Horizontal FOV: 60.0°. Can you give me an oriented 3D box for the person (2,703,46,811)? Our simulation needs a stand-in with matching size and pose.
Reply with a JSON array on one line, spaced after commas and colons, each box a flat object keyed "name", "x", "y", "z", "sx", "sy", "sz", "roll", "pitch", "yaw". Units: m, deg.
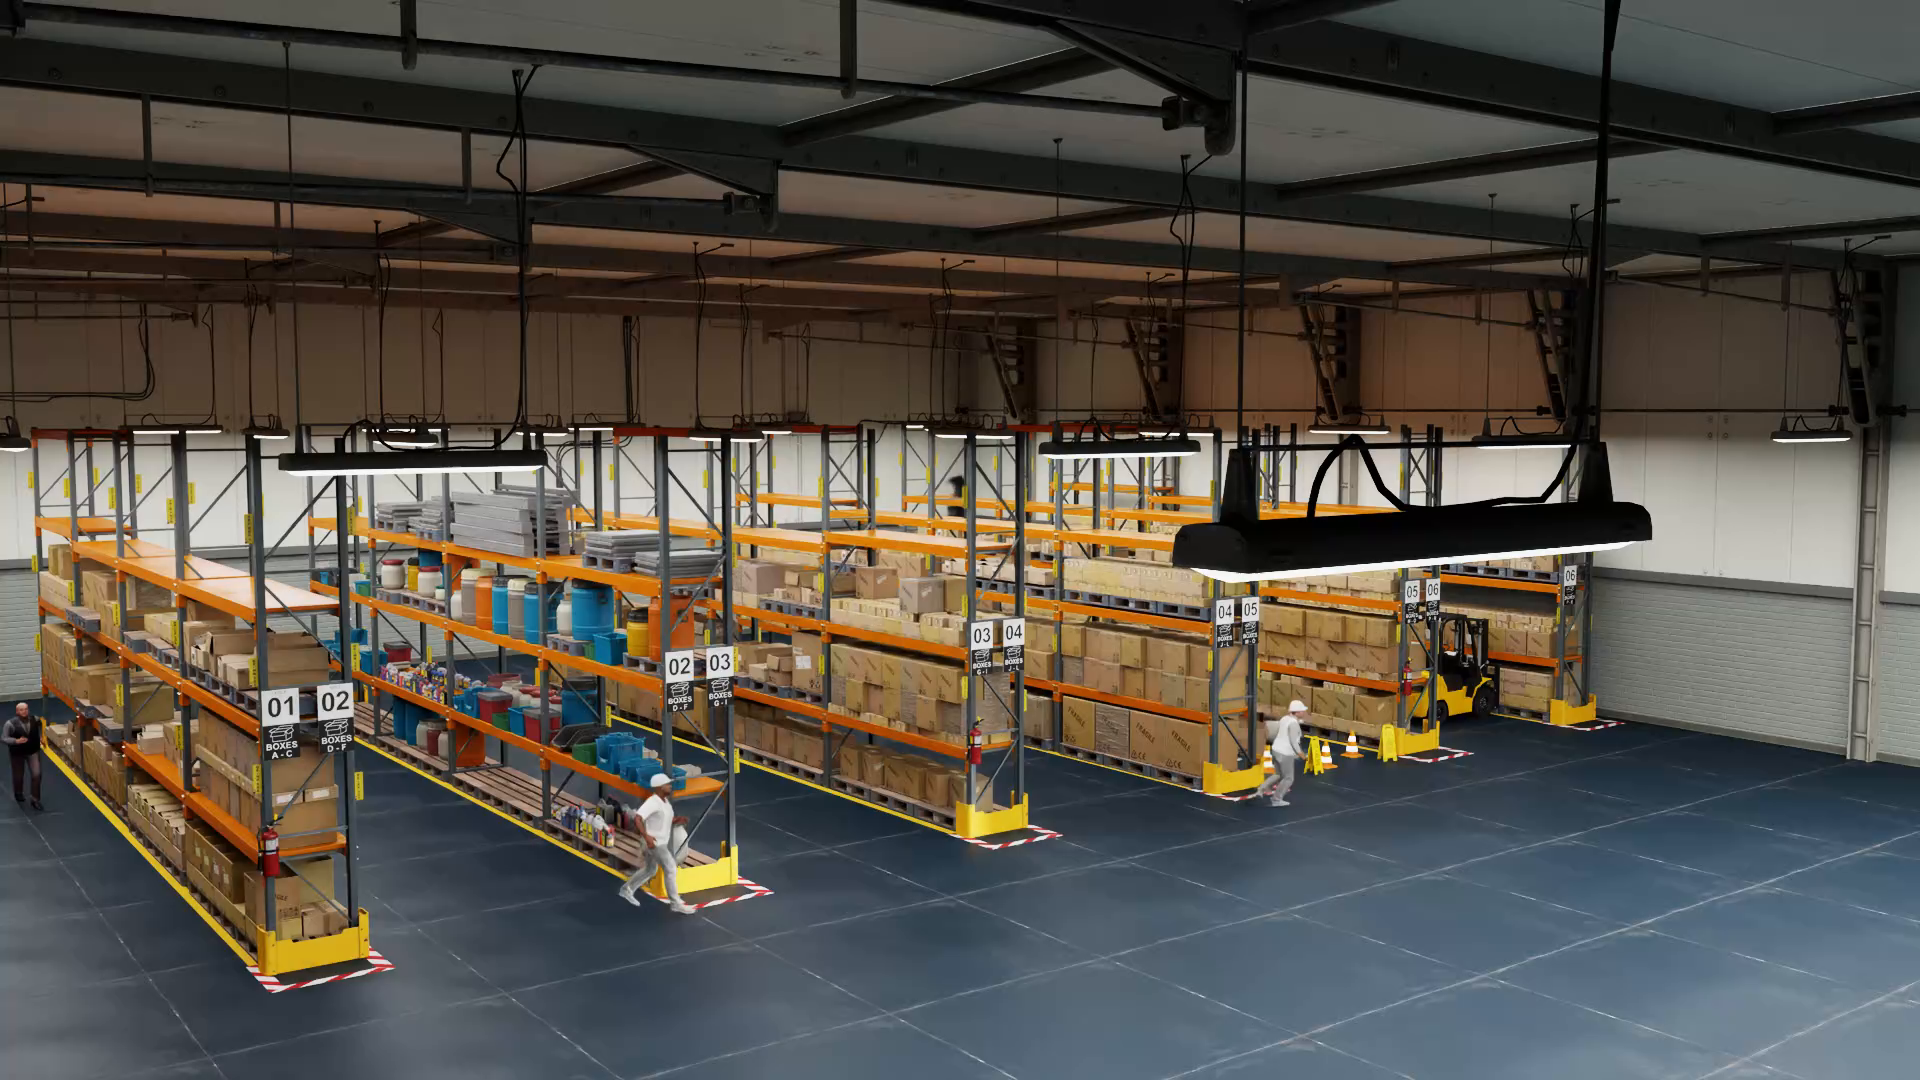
[{"name": "person", "x": -14.862, "y": 3.411, "z": 26.394, "sx": 0.653, "sy": 1.715, "sz": 0.966, "roll": -4, "pitch": 6, "yaw": -40}]

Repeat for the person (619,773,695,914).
[{"name": "person", "x": -3.814, "y": 3.795, "z": 20.816, "sx": 0.993, "sy": 1.756, "sz": 0.719, "roll": 0, "pitch": 4, "yaw": -1}]

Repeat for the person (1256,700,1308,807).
[{"name": "person", "x": 5.136, "y": 3.401, "z": 26.503, "sx": 0.771, "sy": 1.705, "sz": 0.630, "roll": -1, "pitch": 5, "yaw": -10}]
